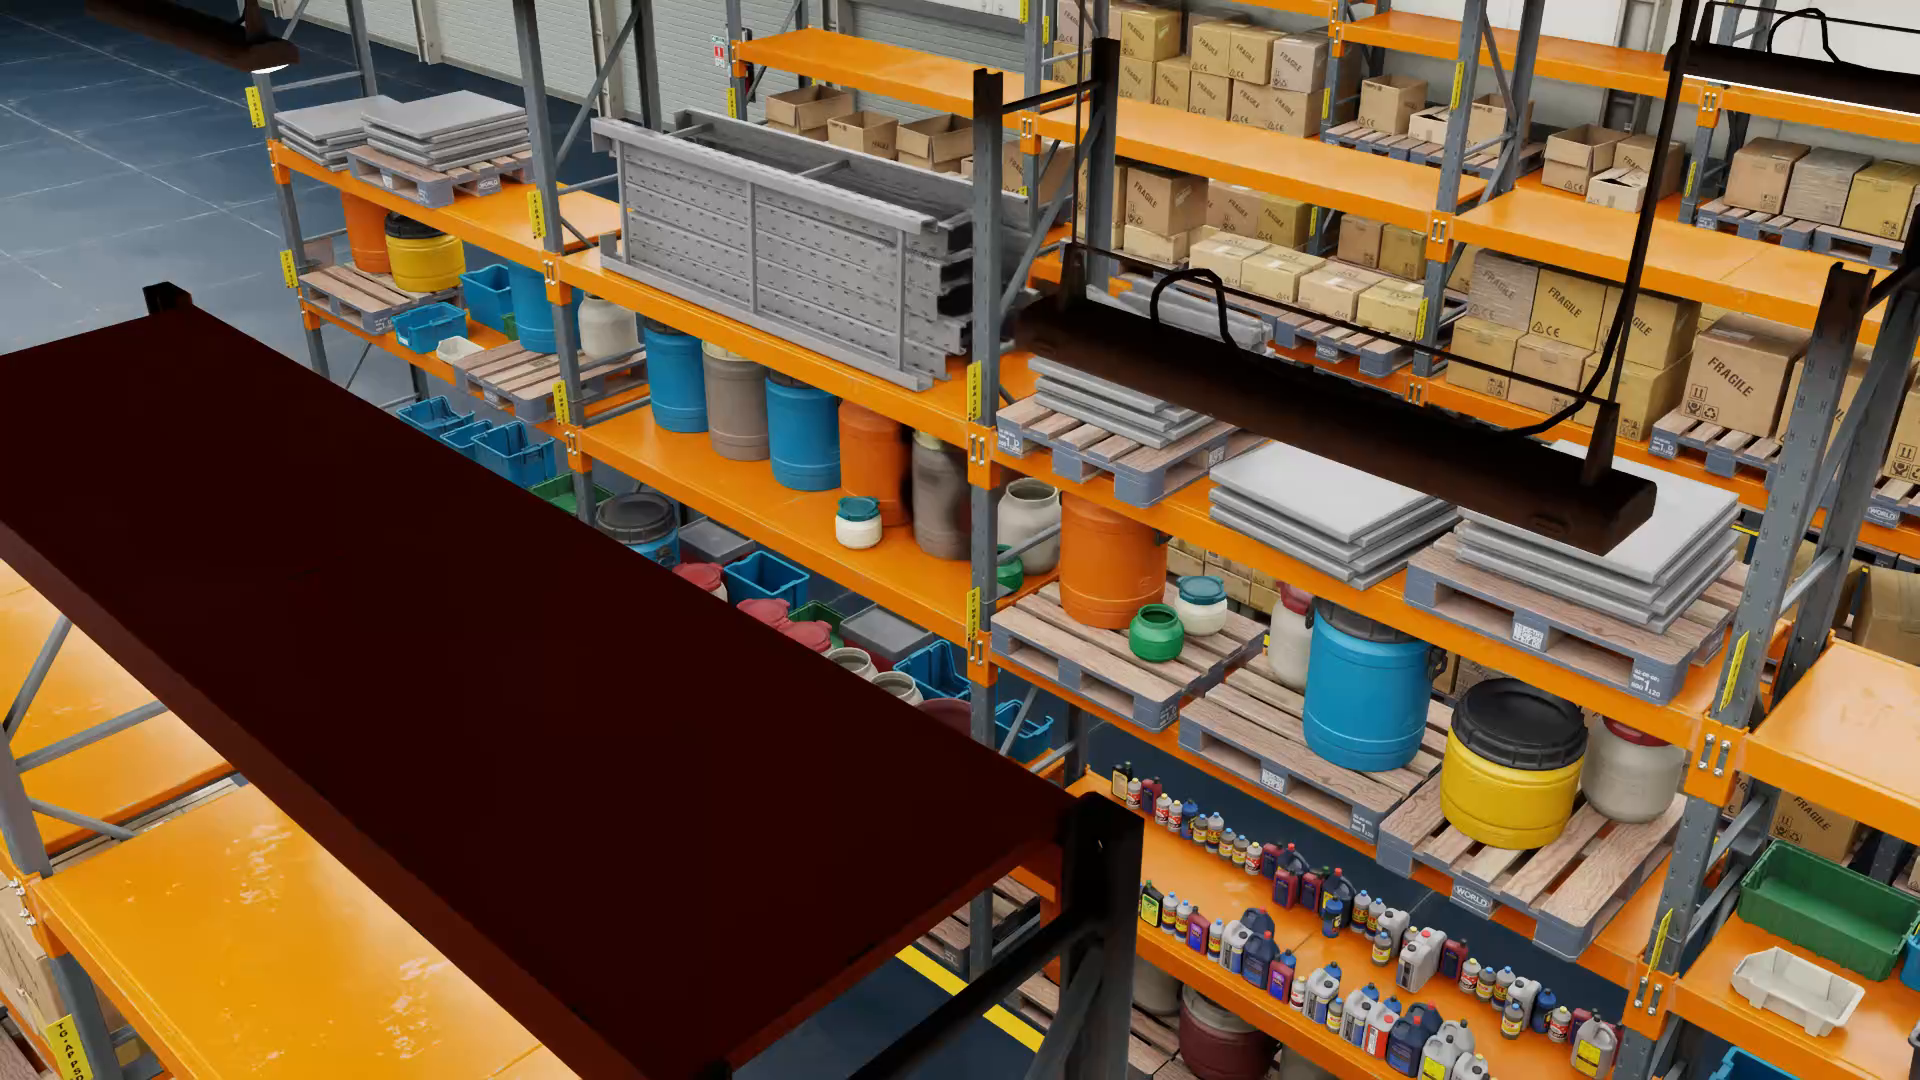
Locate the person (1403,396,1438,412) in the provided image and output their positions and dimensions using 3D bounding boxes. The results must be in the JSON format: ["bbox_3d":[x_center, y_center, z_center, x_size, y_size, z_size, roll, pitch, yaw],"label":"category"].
[{"bbox_3d":[4.387,-0.678,15.768,0.680,1.670,0.657,19,35,30],"label":"person"}]
